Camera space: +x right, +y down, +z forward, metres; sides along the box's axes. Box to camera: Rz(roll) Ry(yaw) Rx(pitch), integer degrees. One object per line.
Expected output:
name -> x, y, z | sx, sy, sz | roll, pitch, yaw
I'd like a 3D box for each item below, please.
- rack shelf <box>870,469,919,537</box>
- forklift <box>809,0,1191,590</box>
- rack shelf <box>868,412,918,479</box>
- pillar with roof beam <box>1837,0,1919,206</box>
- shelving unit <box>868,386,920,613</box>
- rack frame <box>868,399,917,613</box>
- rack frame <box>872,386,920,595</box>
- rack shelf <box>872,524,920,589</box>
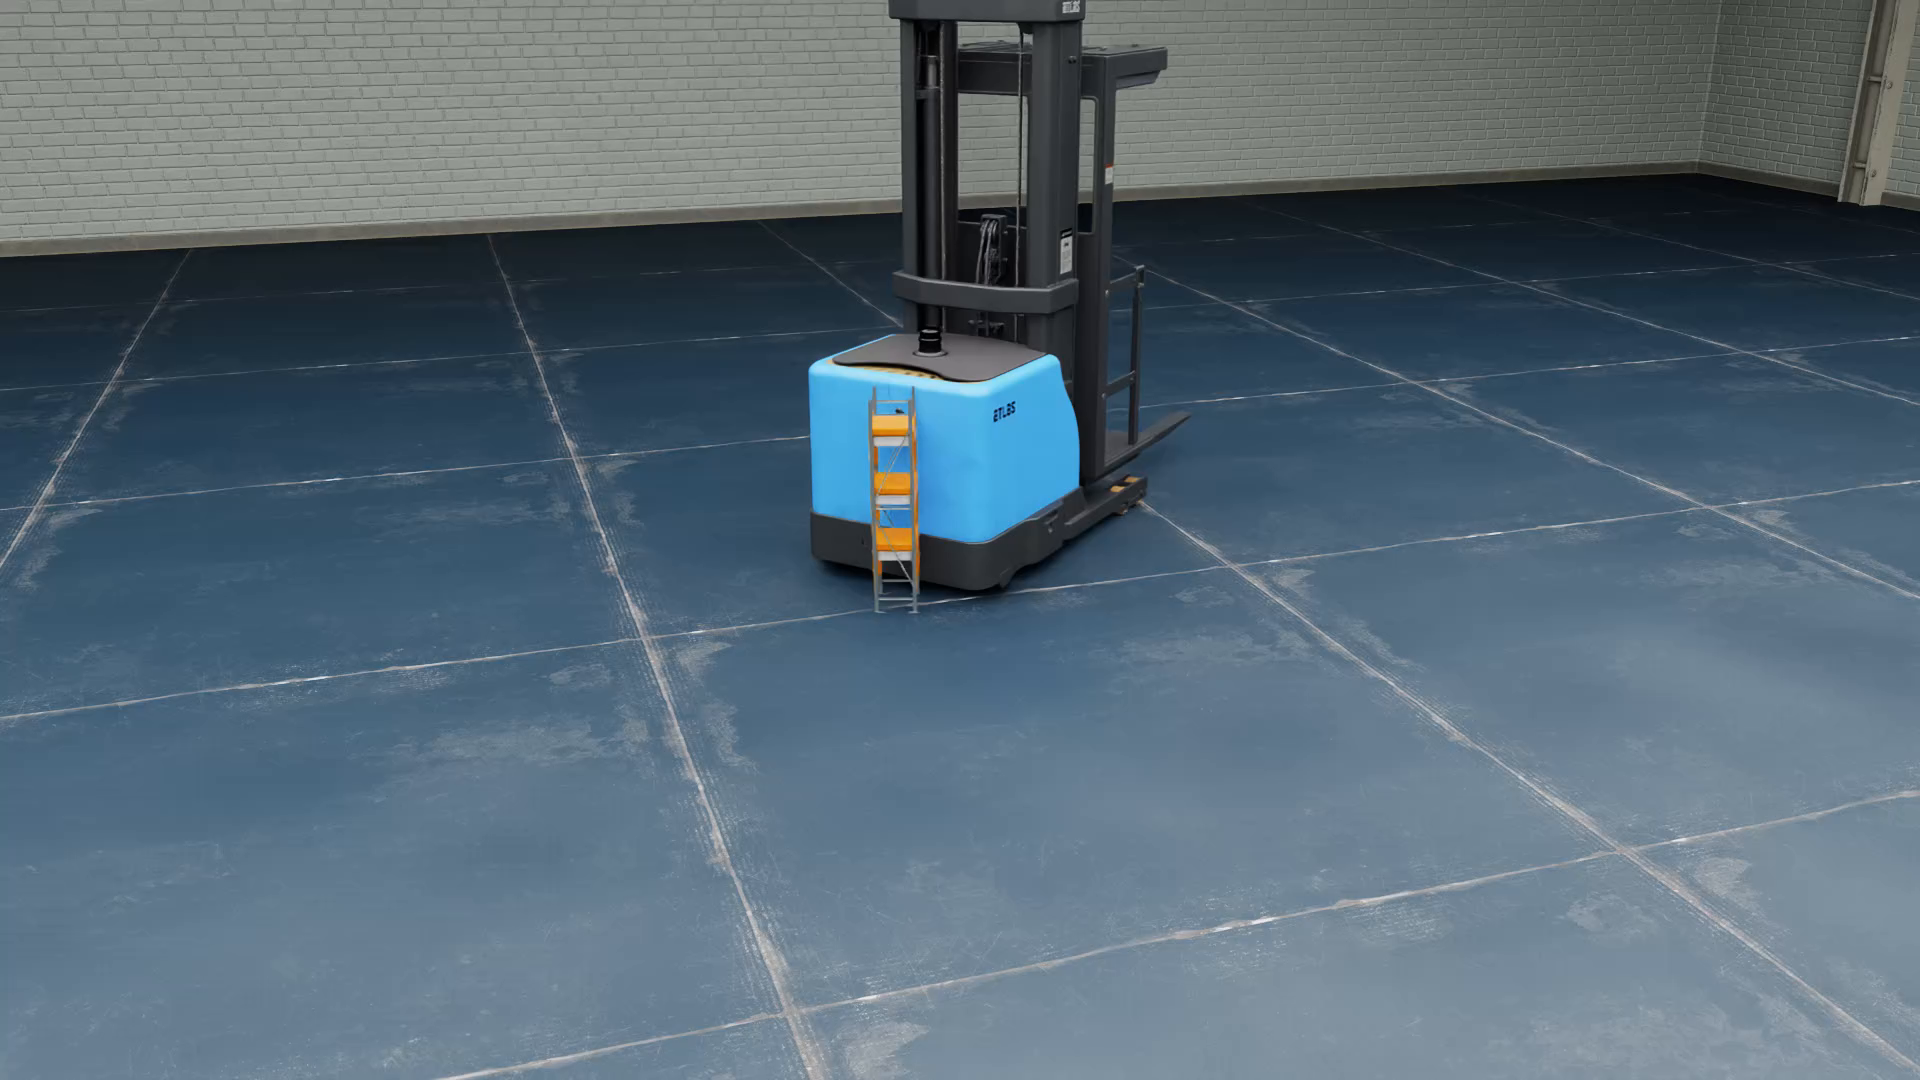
rack shelf -> -0.308, -0.177, 7.881 | 0.215, 0.259, 0.240 | 0, 19, 2
forklift -> 0.413, -1.587, 8.999 | 1.130, 2.935, 3.031 | 11, 23, 28
rack shelf -> -0.312, -0.444, 7.786 | 0.215, 0.259, 0.240 | 0, 19, 2
pillar with roof beam -> 6.990, -7.932, 17.687 | 9.100, 9.000, 0.400 | -6, 21, -17
shelving unit -> -0.308, -0.187, 7.877 | 0.215, 1.050, 0.252 | 0, 19, 2
rack frame -> -0.312, -0.146, 7.762 | 0.200, 1.050, 0.008 | 0, 19, 2
rack frame -> -0.304, -0.228, 7.992 | 0.200, 1.050, 0.008 | 0, 19, 2
rack shelf -> -0.304, 0.085, 7.973 | 0.215, 0.259, 0.240 | 0, 19, 2
